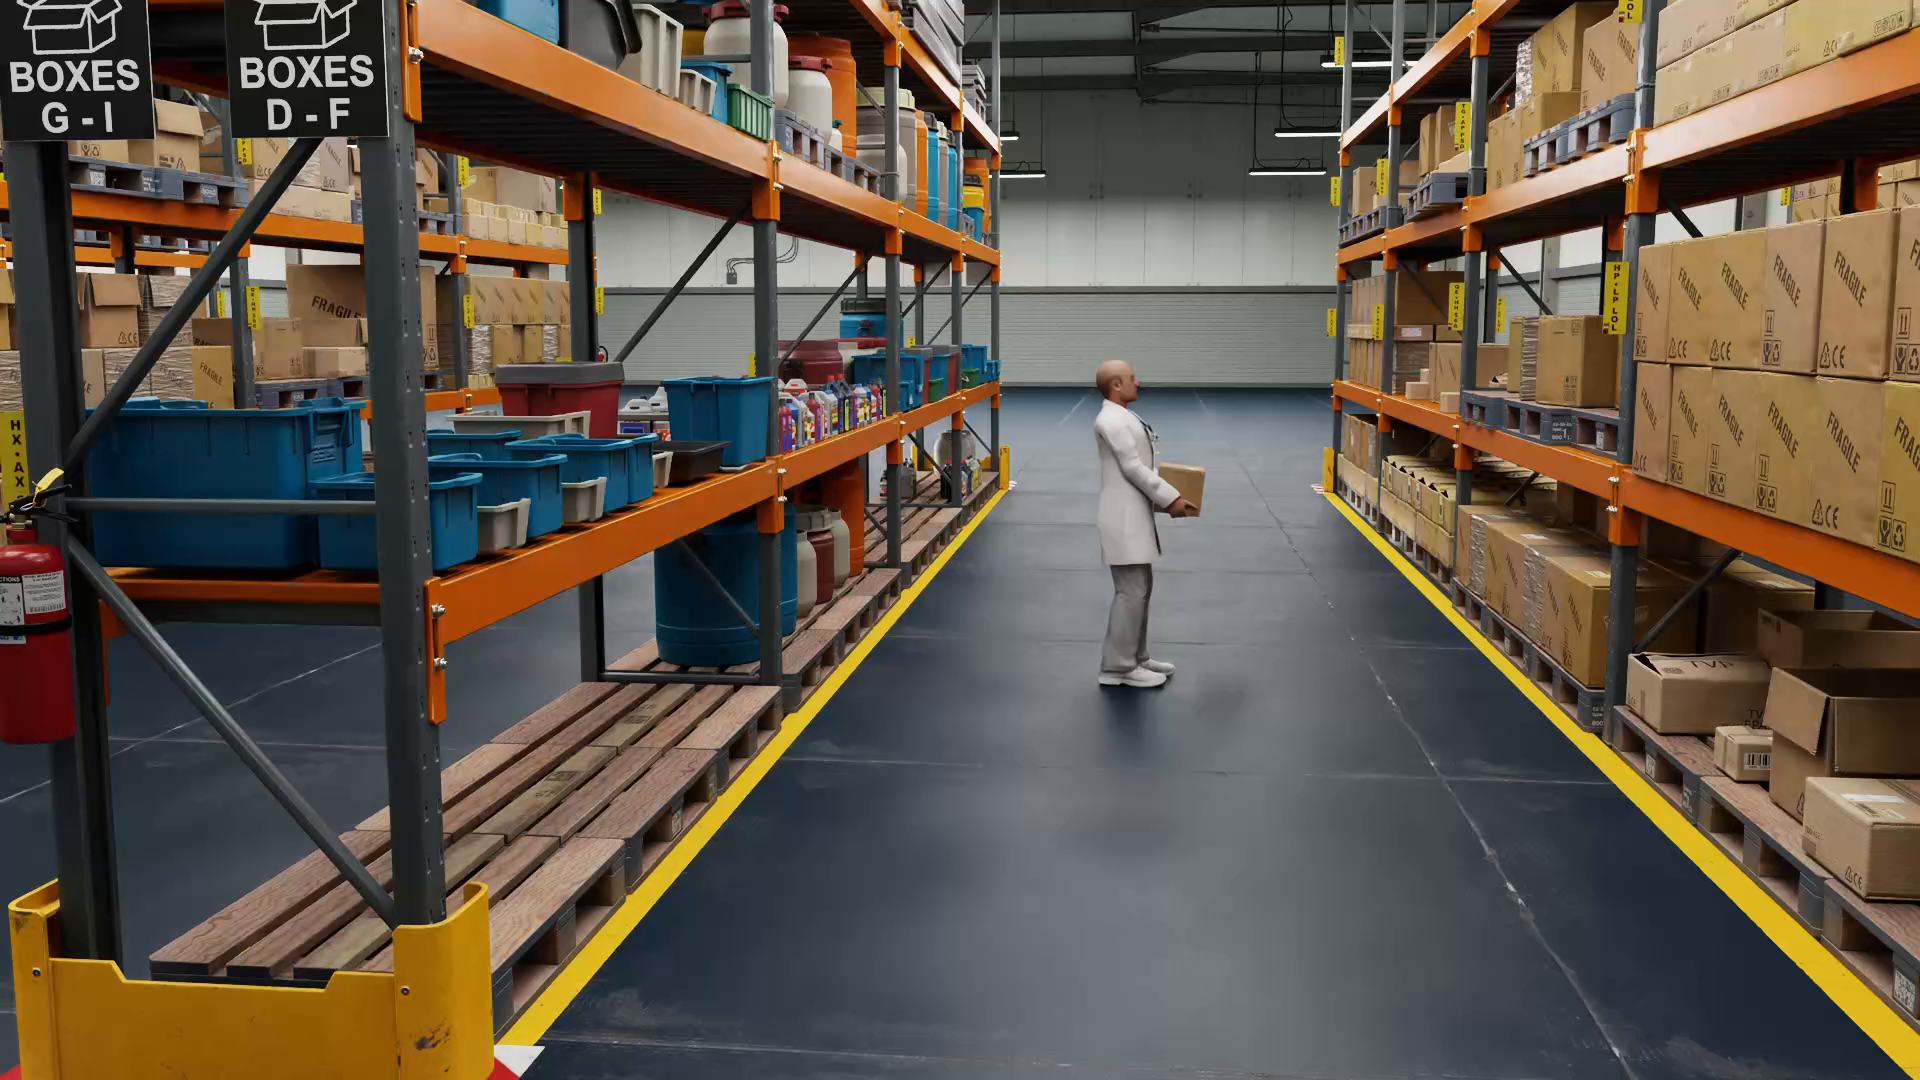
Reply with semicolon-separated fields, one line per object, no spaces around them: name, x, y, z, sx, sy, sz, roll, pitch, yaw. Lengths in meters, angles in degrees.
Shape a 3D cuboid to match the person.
person;1.017;-0.099;9.127;0.563;1.770;0.529;1;7;7
